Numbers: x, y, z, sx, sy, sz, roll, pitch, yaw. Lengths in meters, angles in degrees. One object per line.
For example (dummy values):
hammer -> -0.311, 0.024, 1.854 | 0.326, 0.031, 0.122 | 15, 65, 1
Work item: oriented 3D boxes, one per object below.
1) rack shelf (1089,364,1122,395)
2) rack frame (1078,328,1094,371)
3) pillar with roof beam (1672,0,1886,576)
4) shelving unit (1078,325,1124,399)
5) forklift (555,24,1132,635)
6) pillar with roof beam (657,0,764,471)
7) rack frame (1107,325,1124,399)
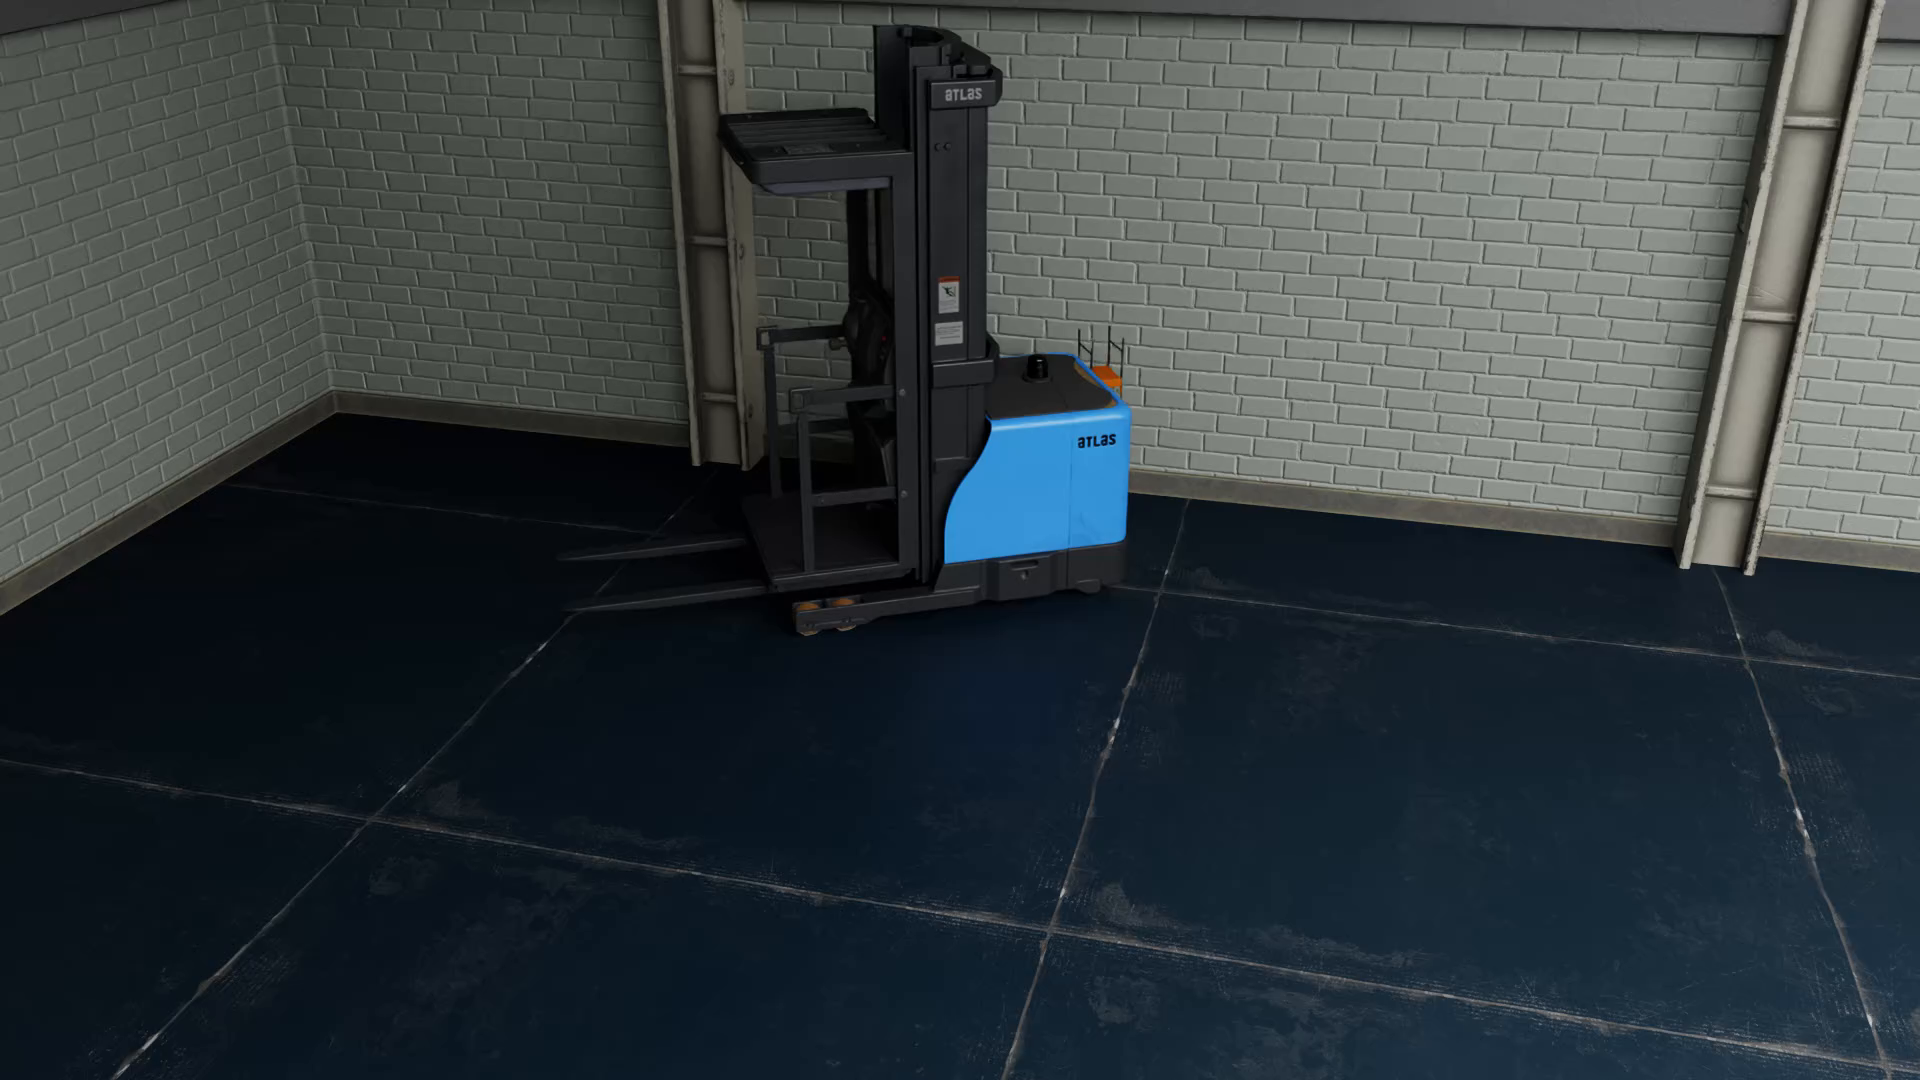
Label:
rack shelf -> 0.801, -0.915, 9.542 | 0.180, 0.103, 0.258 | -7, 26, -14
rack frame -> 0.713, -0.619, 9.655 | 0.006, 1.200, 0.240 | -7, 26, -14
pillar with roof beam -> 3.230, -2.156, 3.811 | 0.400, 9.000, 9.100 | 6, 26, 13
shelving unit -> 0.801, -0.630, 9.677 | 0.189, 1.200, 0.258 | -7, 26, -14
forklift -> -0.656, -1.076, 8.601 | 3.031, 2.935, 1.130 | -7, 26, -14
pillar with roof beam -> -2.581, -2.799, 5.160 | 0.400, 9.000, 9.100 | 6, 26, 13
rack frame -> 0.889, -0.641, 9.700 | 0.006, 1.200, 0.240 | -7, 26, -14
